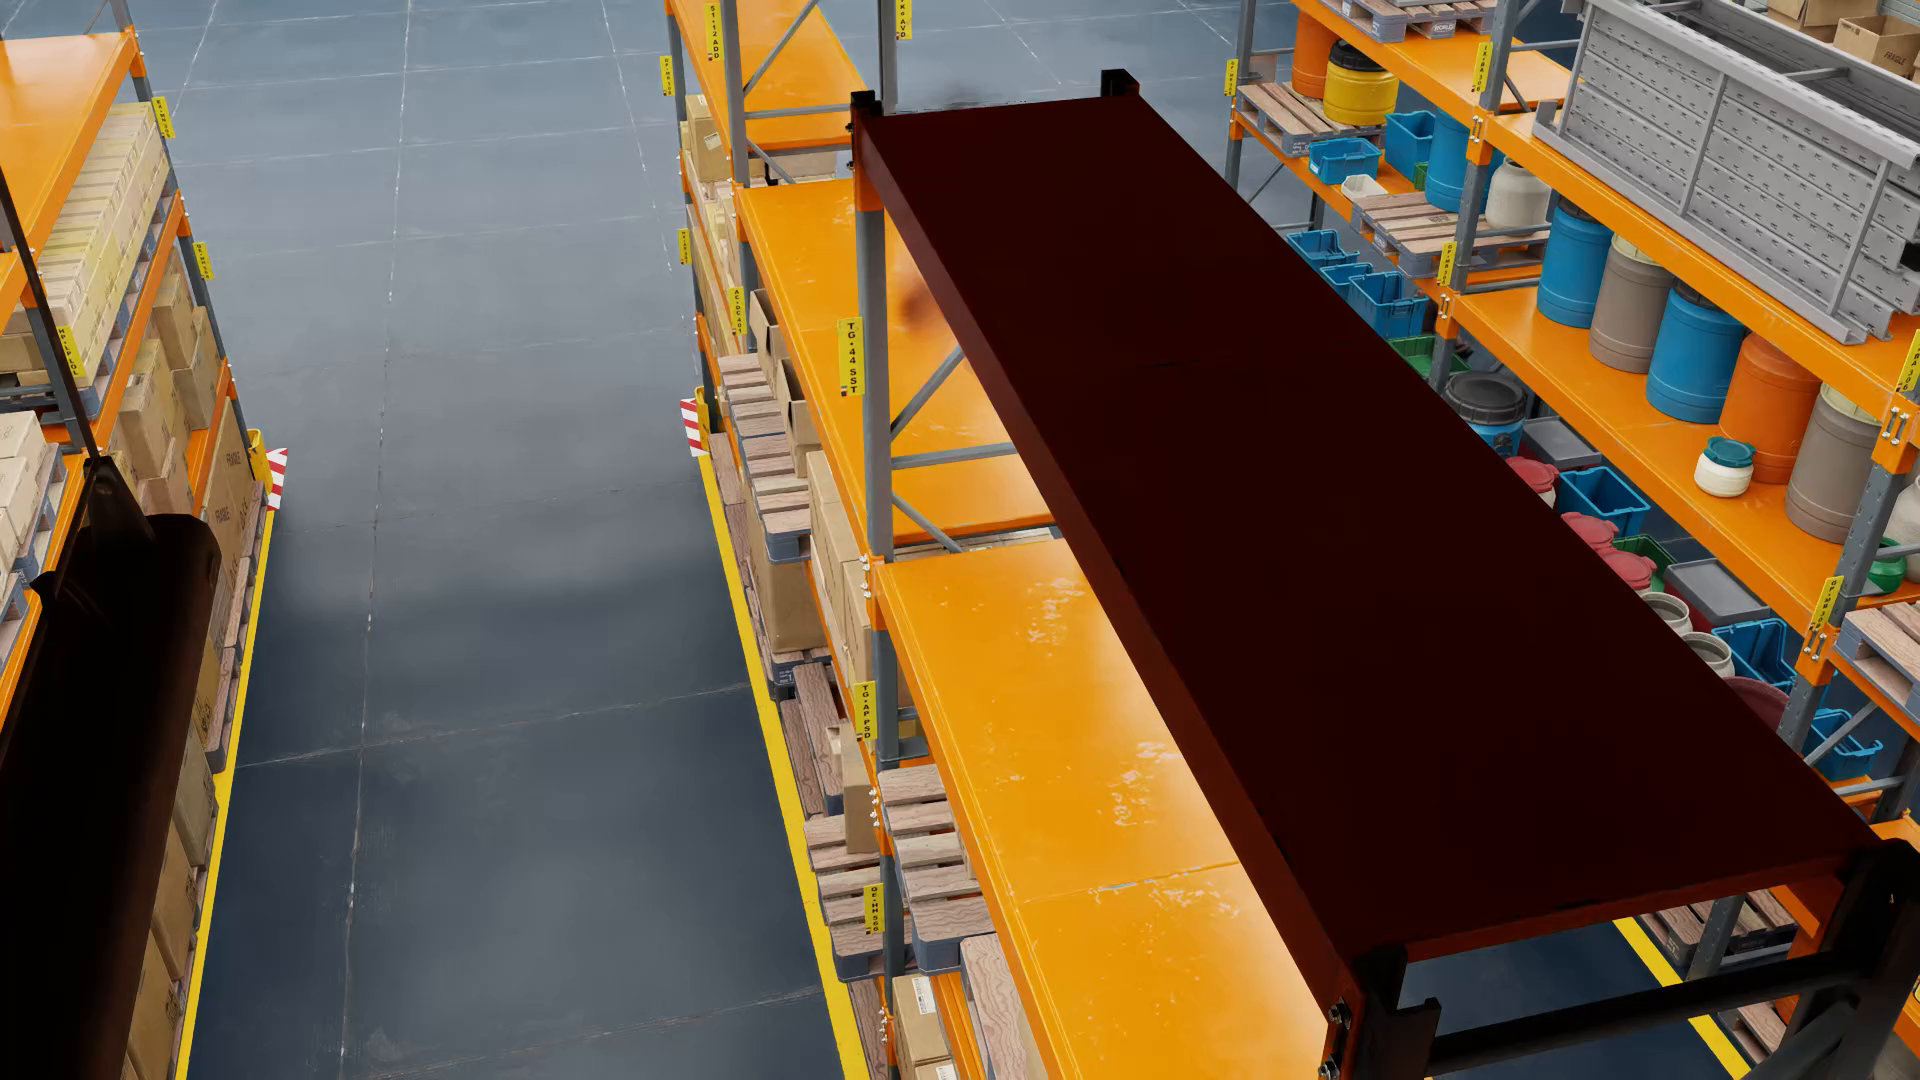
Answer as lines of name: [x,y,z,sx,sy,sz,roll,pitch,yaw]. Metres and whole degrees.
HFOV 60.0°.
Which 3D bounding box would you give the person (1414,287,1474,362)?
person: [4.685,-2.329,16.006,0.654,1.681,0.654,26,42,32]
